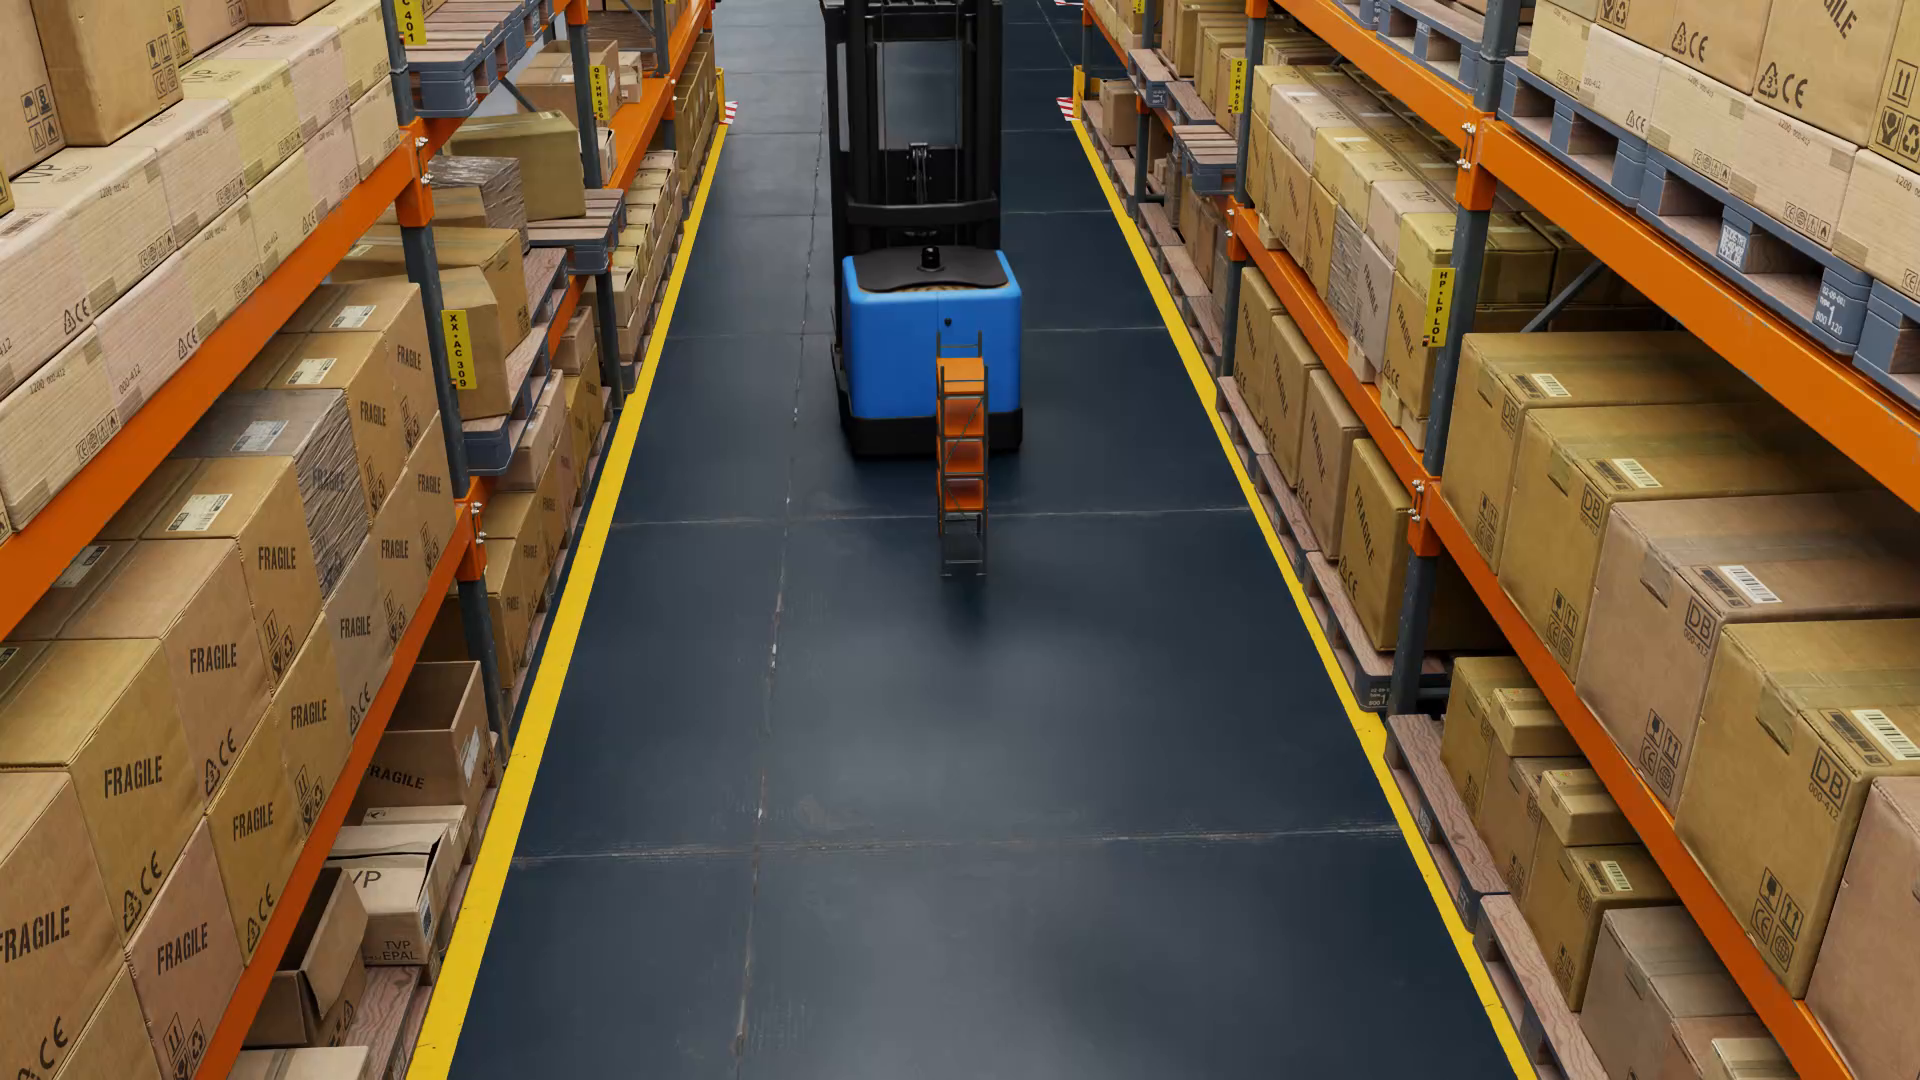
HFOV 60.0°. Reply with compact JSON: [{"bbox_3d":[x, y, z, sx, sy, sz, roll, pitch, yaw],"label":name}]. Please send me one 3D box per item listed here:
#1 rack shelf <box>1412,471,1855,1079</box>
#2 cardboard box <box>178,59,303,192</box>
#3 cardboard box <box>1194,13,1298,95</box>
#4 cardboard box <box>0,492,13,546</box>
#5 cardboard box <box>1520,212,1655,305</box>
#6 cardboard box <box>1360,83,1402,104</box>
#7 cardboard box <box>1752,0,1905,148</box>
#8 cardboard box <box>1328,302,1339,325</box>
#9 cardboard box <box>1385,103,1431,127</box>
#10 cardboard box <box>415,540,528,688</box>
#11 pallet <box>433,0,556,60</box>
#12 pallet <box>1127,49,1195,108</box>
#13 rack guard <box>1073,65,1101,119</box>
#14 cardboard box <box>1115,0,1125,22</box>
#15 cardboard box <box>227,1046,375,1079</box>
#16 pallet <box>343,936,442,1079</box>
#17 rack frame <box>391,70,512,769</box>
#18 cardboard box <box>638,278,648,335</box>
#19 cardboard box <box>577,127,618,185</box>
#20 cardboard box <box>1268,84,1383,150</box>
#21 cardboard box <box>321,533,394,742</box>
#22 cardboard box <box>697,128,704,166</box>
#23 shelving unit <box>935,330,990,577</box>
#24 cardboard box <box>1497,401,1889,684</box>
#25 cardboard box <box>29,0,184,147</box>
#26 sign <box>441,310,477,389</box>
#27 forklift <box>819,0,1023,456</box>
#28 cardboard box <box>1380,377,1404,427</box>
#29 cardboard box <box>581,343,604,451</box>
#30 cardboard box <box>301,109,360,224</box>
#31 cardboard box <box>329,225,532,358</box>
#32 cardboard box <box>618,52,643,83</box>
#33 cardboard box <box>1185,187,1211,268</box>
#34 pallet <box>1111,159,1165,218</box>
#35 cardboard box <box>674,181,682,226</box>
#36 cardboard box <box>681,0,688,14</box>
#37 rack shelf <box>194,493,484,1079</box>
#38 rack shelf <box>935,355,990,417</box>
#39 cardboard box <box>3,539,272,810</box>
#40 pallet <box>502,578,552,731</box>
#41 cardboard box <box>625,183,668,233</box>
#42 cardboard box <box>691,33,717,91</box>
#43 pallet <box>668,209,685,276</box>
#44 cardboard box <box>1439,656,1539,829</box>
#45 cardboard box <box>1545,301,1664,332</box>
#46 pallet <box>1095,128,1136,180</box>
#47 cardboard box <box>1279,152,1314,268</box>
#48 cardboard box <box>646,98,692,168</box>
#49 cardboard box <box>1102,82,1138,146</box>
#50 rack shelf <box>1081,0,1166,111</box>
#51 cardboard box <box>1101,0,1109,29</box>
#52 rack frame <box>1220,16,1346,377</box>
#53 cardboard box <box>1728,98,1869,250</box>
[{"bbox_3d":[2.551,0.781,5.288,1.077,0.370,4.000,-1,28,-3],"label":"rack shelf"},{"bbox_3d":[-2.157,-1.146,4.581,0.500,0.250,0.500,-1,28,-3],"label":"cardboard box"},{"bbox_3d":[2.109,-3.599,12.322,0.700,0.500,0.500,2,28,4],"label":"cardboard box"},{"bbox_3d":[-2.064,0.000,2.926,0.500,0.250,0.500,-1,28,-3],"label":"cardboard box"},{"bbox_3d":[2.683,-1.198,7.042,0.500,0.250,0.500,-1,28,-1],"label":"cardboard box"},{"bbox_3d":[2.544,-2.384,9.316,0.500,0.250,0.500,-2,28,-4],"label":"cardboard box"},{"bbox_3d":[2.294,-1.245,3.939,0.500,0.500,0.500,-3,28,-5],"label":"cardboard box"},{"bbox_3d":[2.121,-1.220,8.595,0.380,0.149,0.250,-1,28,-1],"label":"cardboard box"},{"bbox_3d":[2.567,-2.147,8.861,0.500,0.250,0.500,-2,28,-4],"label":"cardboard box"},{"bbox_3d":[-2.282,0.343,7.576,0.500,0.500,0.500,-3,28,-5],"label":"cardboard box"},{"bbox_3d":[-2.521,-2.369,7.508,1.213,0.211,1.003,-1,28,-3],"label":"pallet"},{"bbox_3d":[1.924,-3.715,13.337,1.003,0.211,1.213,-1,28,-3],"label":"pallet"},{"bbox_3d":[1.824,-4.860,18.028,1.175,0.500,0.348,-1,28,-3],"label":"rack guard"},{"bbox_3d":[1.664,-4.873,14.678,0.500,0.500,0.500,-2,28,-3],"label":"cardboard box"},{"bbox_3d":[-2.089,1.811,5.032,0.500,0.250,0.500,-1,28,-3],"label":"cardboard box"},{"bbox_3d":[-2.398,1.778,5.614,1.003,0.211,1.213,-1,28,-3],"label":"pallet"},{"bbox_3d":[-2.500,-0.341,6.660,1.000,3.000,0.127,-1,28,-3],"label":"rack frame"},{"bbox_3d":[-2.470,-1.636,11.662,0.500,0.250,0.500,-2,28,-4],"label":"cardboard box"},{"bbox_3d":[-2.562,-2.566,11.023,0.500,0.311,0.500,-2,28,-3],"label":"cardboard box"},{"bbox_3d":[2.033,-2.363,9.274,0.500,0.250,0.500,-2,28,-3],"label":"cardboard box"},{"bbox_3d":[-2.160,0.315,5.295,0.500,0.500,0.500,-1,28,-1],"label":"cardboard box"},{"bbox_3d":[-2.681,-3.686,15.592,0.500,0.250,0.500,-1,28,-3],"label":"cardboard box"},{"bbox_3d":[0.009,-0.456,8.826,0.258,1.200,0.503,-1,28,-3],"label":"shelving unit"},{"bbox_3d":[2.491,-0.007,5.695,0.980,0.700,0.700,-2,28,-4],"label":"cardboard box"},{"bbox_3d":[-2.342,-1.242,3.955,0.700,0.500,0.500,-1,28,-3],"label":"cardboard box"},{"bbox_3d":[-1.959,-0.741,6.491,0.100,0.325,0.005,-1,28,-3],"label":"sign"},{"bbox_3d":[-0.313,-2.466,10.808,1.130,2.935,3.031,-3,28,-6],"label":"forklift"},{"bbox_3d":[2.109,-0.625,7.454,0.380,0.149,0.250,-1,28,-2],"label":"cardboard box"},{"bbox_3d":[-2.426,-0.848,9.860,0.500,0.500,0.500,0,28,-1],"label":"cardboard box"},{"bbox_3d":[-2.194,-1.155,5.139,0.500,0.250,0.500,-1,28,-3],"label":"cardboard box"},{"bbox_3d":[-2.401,-1.111,7.575,0.700,0.500,0.500,3,28,5],"label":"cardboard box"},{"bbox_3d":[-2.848,-3.742,13.344,0.500,0.250,0.500,0,28,1],"label":"cardboard box"},{"bbox_3d":[2.147,-2.430,12.892,0.700,0.500,0.500,-1,28,-2],"label":"cardboard box"},{"bbox_3d":[1.959,-3.229,15.214,1.003,0.211,1.213,-1,28,-3],"label":"pallet"},{"bbox_3d":[-2.607,-2.818,13.928,0.500,0.250,0.500,-2,28,-3],"label":"cardboard box"},{"bbox_3d":[-3.083,-5.468,16.383,0.700,0.500,0.500,-1,28,-1],"label":"cardboard box"},{"bbox_3d":[-2.396,0.902,5.055,1.077,0.370,4.000,-1,28,-3],"label":"rack shelf"},{"bbox_3d":[0.009,-0.804,8.644,0.258,0.148,0.480,-1,28,-3],"label":"rack shelf"},{"bbox_3d":[-2.107,0.335,4.174,0.500,0.500,0.500,-1,28,-2],"label":"cardboard box"},{"bbox_3d":[-2.580,0.521,8.023,1.003,0.211,1.213,-1,28,-3],"label":"pallet"},{"bbox_3d":[-2.553,-2.600,12.905,0.500,0.311,0.500,-1,28,-3],"label":"cardboard box"},{"bbox_3d":[-2.802,-4.942,17.189,0.500,0.500,0.500,-1,28,-3],"label":"cardboard box"},{"bbox_3d":[-2.840,-2.460,13.737,1.003,0.211,1.213,-1,28,-3],"label":"pallet"},{"bbox_3d":[2.383,0.808,6.706,0.700,0.500,0.500,-1,28,-2],"label":"cardboard box"},{"bbox_3d":[2.674,-0.866,7.215,0.500,0.500,0.500,-2,28,-4],"label":"cardboard box"},{"bbox_3d":[1.892,-3.794,16.297,1.003,0.211,1.213,-1,28,-3],"label":"pallet"},{"bbox_3d":[2.050,-1.793,8.992,0.500,0.500,0.500,-2,28,-3],"label":"cardboard box"},{"bbox_3d":[-2.629,-3.556,14.534,0.500,0.500,0.500,-1,28,-3],"label":"cardboard box"},{"bbox_3d":[1.784,-4.166,16.220,0.700,0.500,0.500,-3,28,-6],"label":"cardboard box"},{"bbox_3d":[1.924,-4.761,15.913,1.077,0.370,4.000,-1,28,-3],"label":"rack shelf"},{"bbox_3d":[1.615,-5.005,15.743,0.500,0.250,0.500,-1,28,-2],"label":"cardboard box"},{"bbox_3d":[2.238,-2.309,10.434,1.000,3.000,0.127,-1,28,-3],"label":"rack frame"},{"bbox_3d":[2.292,-0.921,4.129,0.500,0.250,0.500,-2,28,-4],"label":"cardboard box"}]
